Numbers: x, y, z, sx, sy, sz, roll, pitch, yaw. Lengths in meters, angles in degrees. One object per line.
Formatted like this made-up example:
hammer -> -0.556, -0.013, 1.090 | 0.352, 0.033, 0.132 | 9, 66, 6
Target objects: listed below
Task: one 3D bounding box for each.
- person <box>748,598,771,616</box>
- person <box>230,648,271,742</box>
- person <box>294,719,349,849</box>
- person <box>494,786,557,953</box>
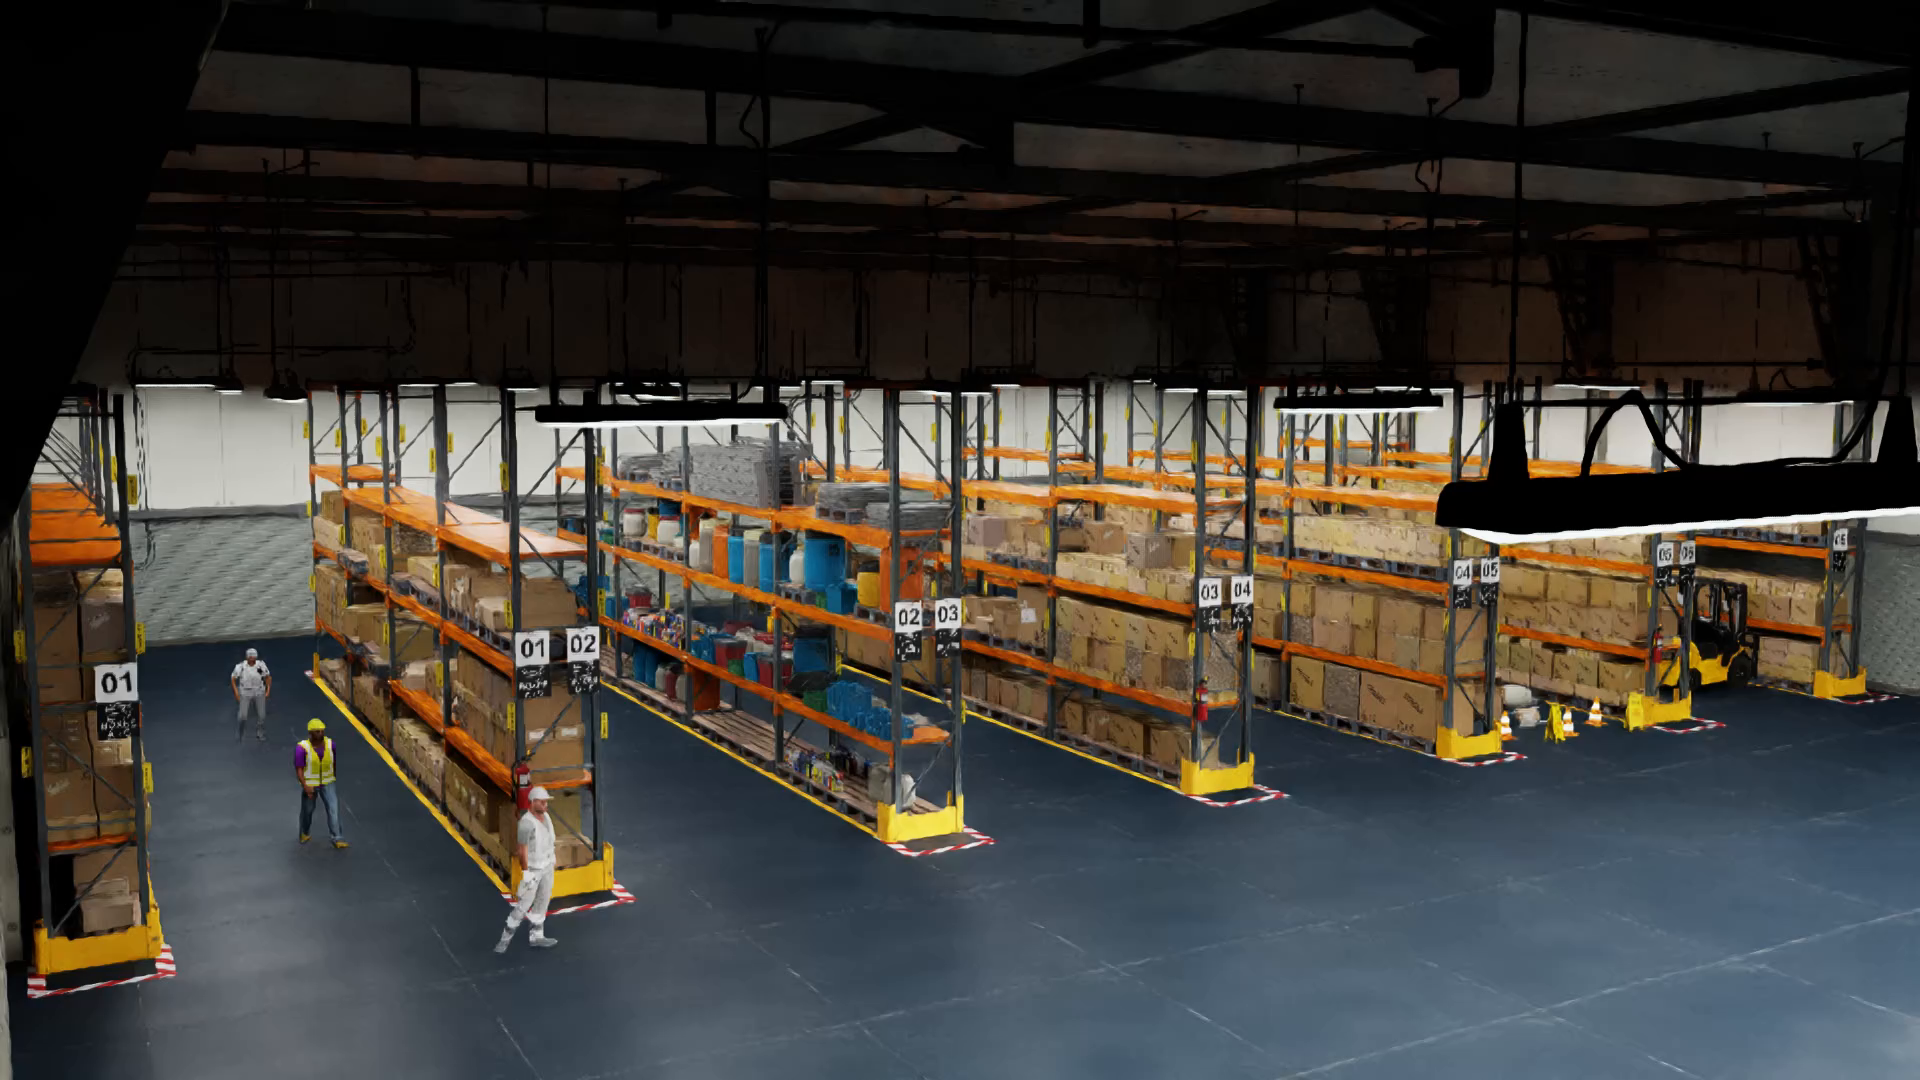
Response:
person -> -5.083, 1.005, 41.810 | 0.494, 1.775, 0.747 | 1, 6, 9
person -> -11.852, 2.583, 27.821 | 0.625, 1.611, 0.582 | -4, 7, -31
person -> -8.379, 3.170, 21.690 | 0.571, 1.708, 1.035 | -5, 8, -37
person -> -4.673, 3.547, 17.908 | 0.522, 1.781, 0.739 | 2, 6, 21
